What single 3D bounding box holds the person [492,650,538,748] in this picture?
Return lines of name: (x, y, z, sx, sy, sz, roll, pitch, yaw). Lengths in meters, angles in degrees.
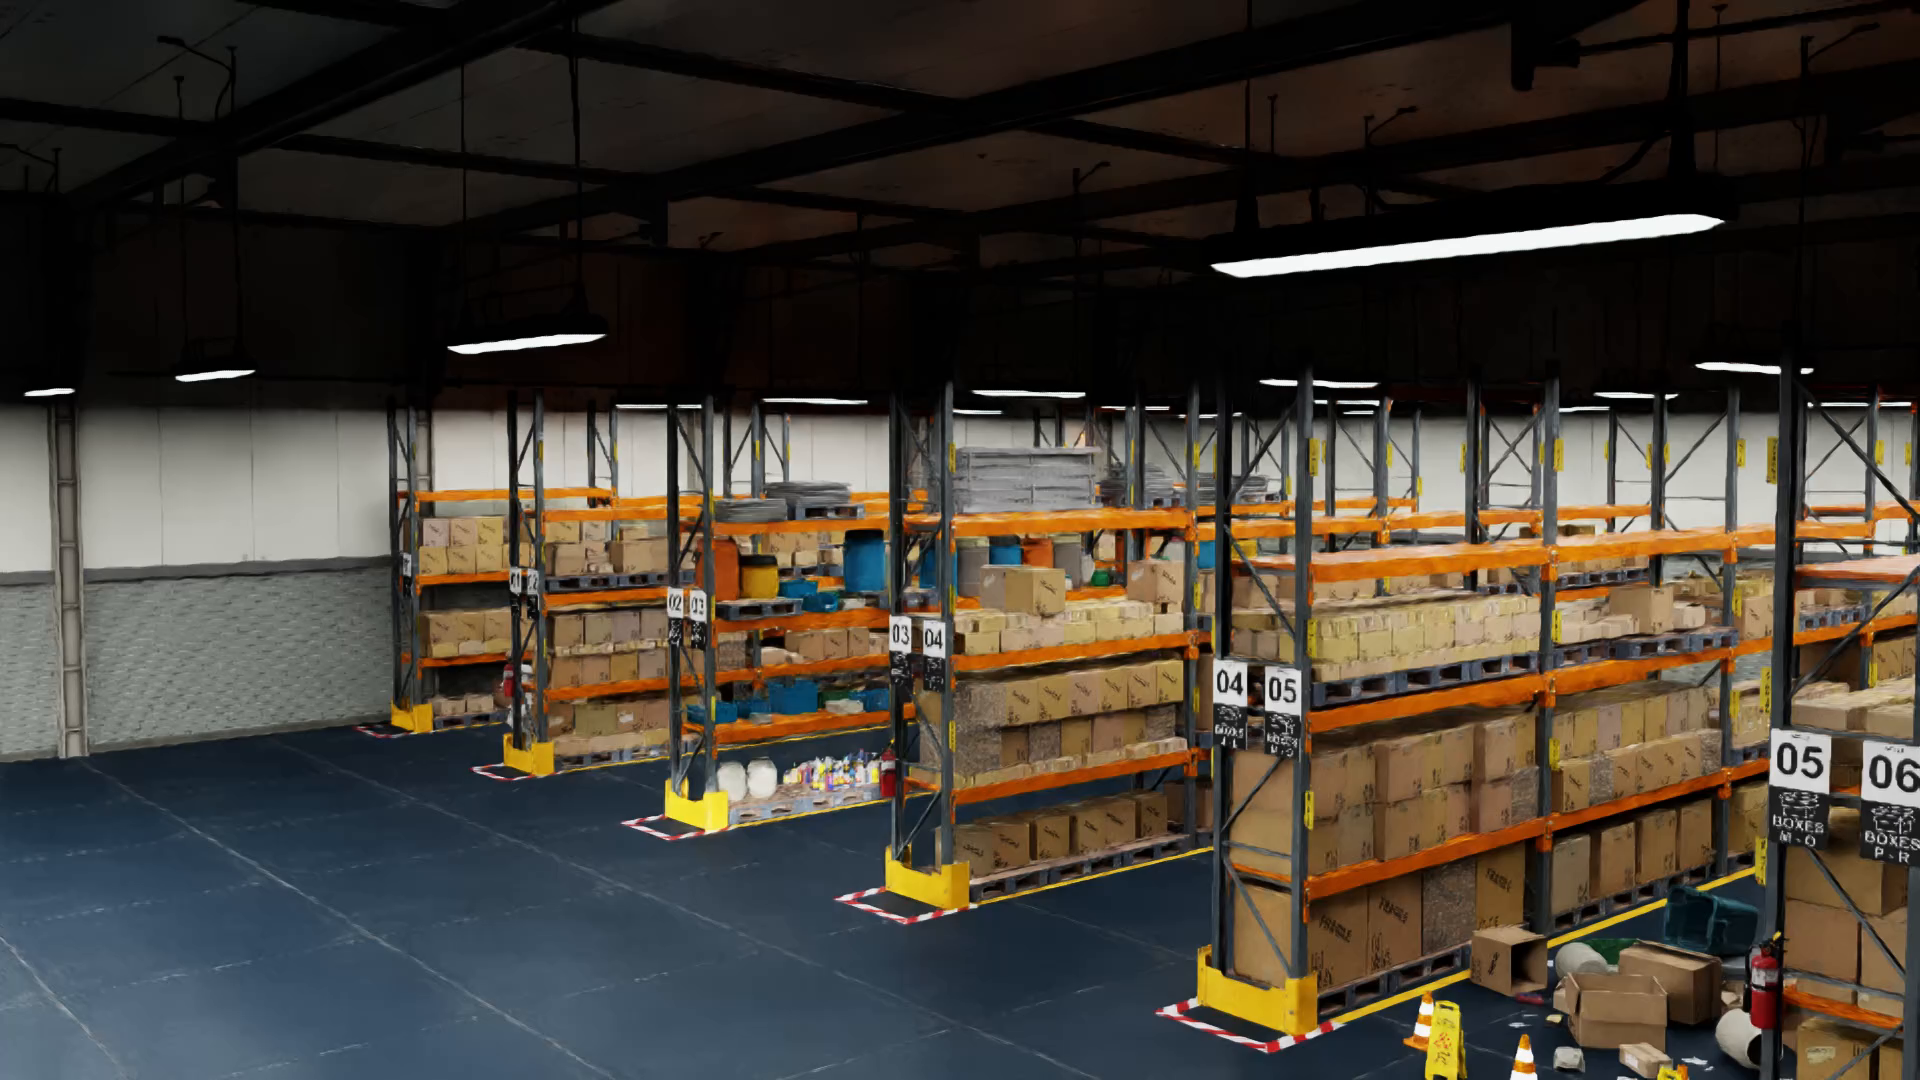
person: (-7.409, 2.685, 27.957, 0.884, 1.705, 0.712, -2, 4, -34)
